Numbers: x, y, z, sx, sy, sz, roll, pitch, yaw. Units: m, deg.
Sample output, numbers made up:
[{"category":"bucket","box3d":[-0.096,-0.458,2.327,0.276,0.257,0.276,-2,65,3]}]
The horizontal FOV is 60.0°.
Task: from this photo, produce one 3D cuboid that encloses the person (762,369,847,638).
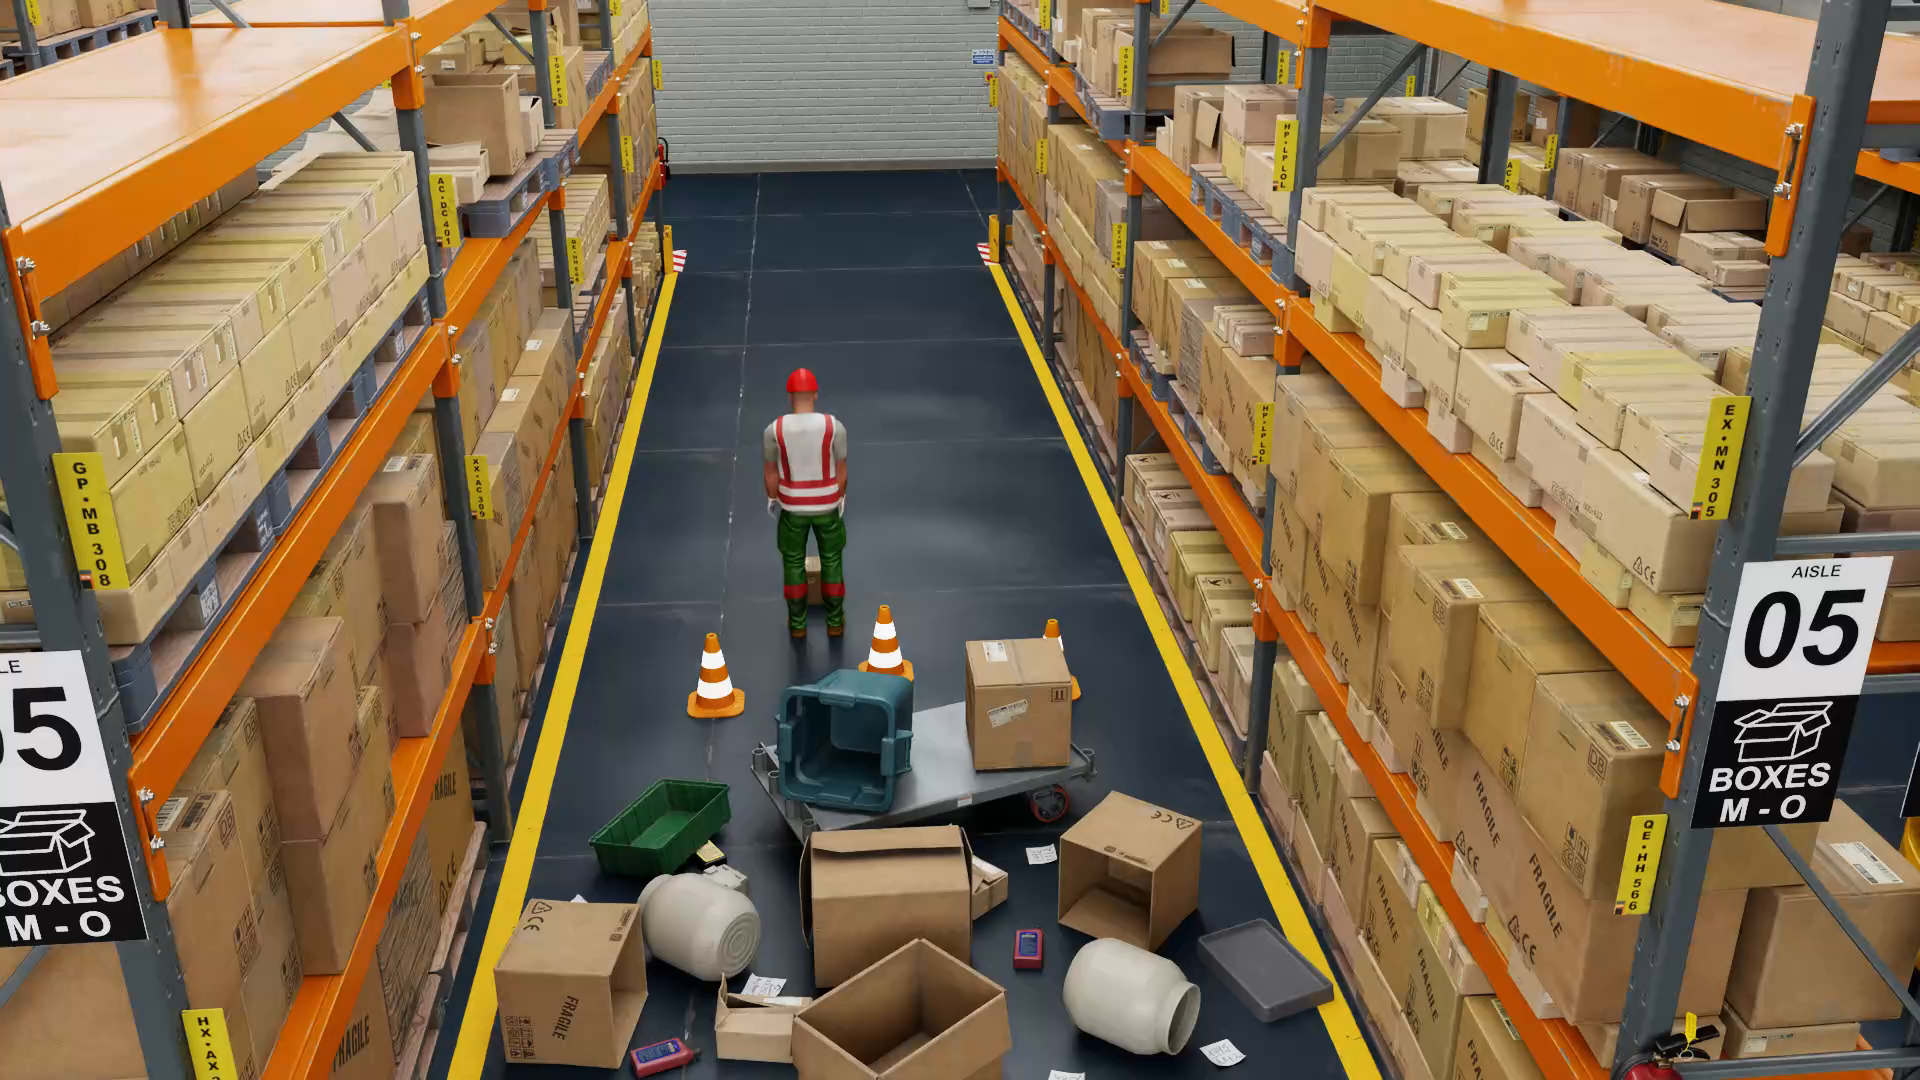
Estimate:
[{"category":"person","box3d":[-0.976,-0.230,10.619,0.531,1.770,0.377,-2,24,-4]}]
